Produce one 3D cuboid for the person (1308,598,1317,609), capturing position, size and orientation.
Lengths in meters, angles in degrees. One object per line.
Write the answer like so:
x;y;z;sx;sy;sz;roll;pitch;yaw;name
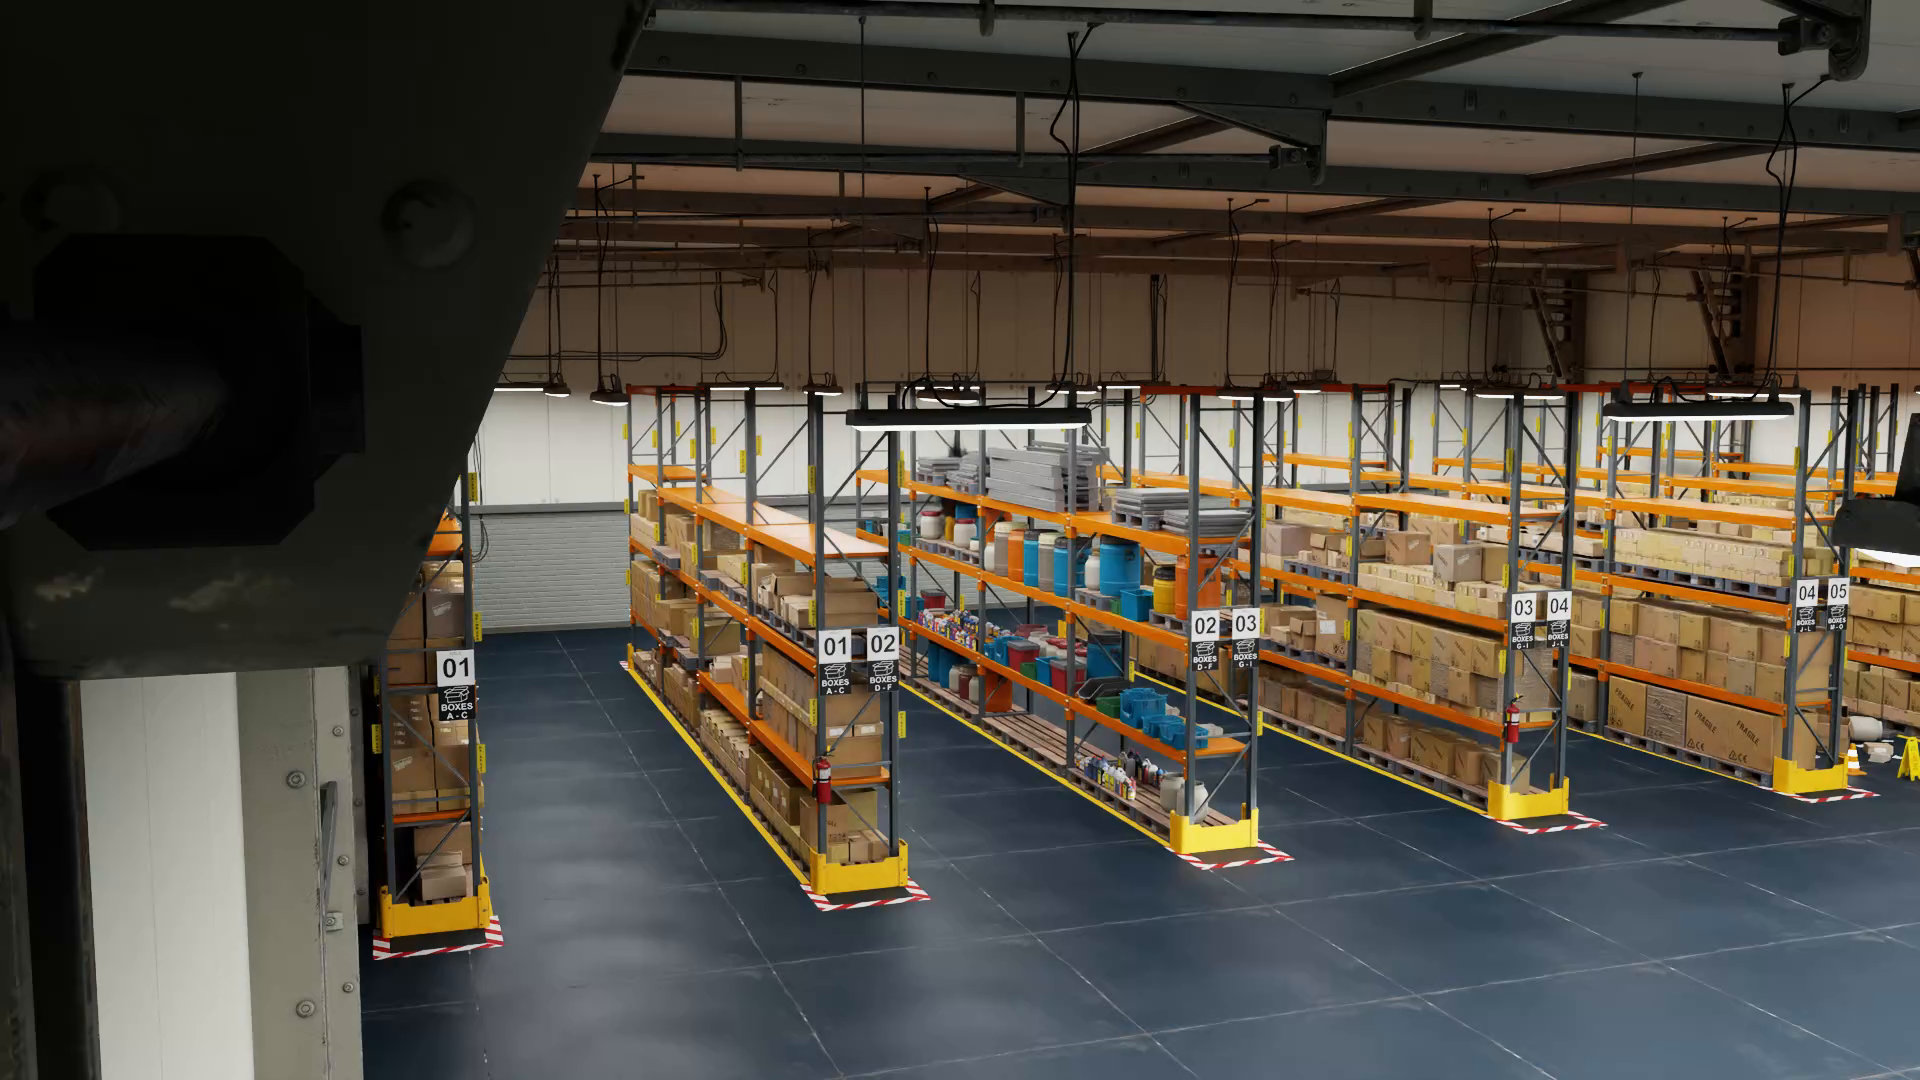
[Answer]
8.695;1.214;40.953;0.733;1.720;0.959;-3;7;-28;person
